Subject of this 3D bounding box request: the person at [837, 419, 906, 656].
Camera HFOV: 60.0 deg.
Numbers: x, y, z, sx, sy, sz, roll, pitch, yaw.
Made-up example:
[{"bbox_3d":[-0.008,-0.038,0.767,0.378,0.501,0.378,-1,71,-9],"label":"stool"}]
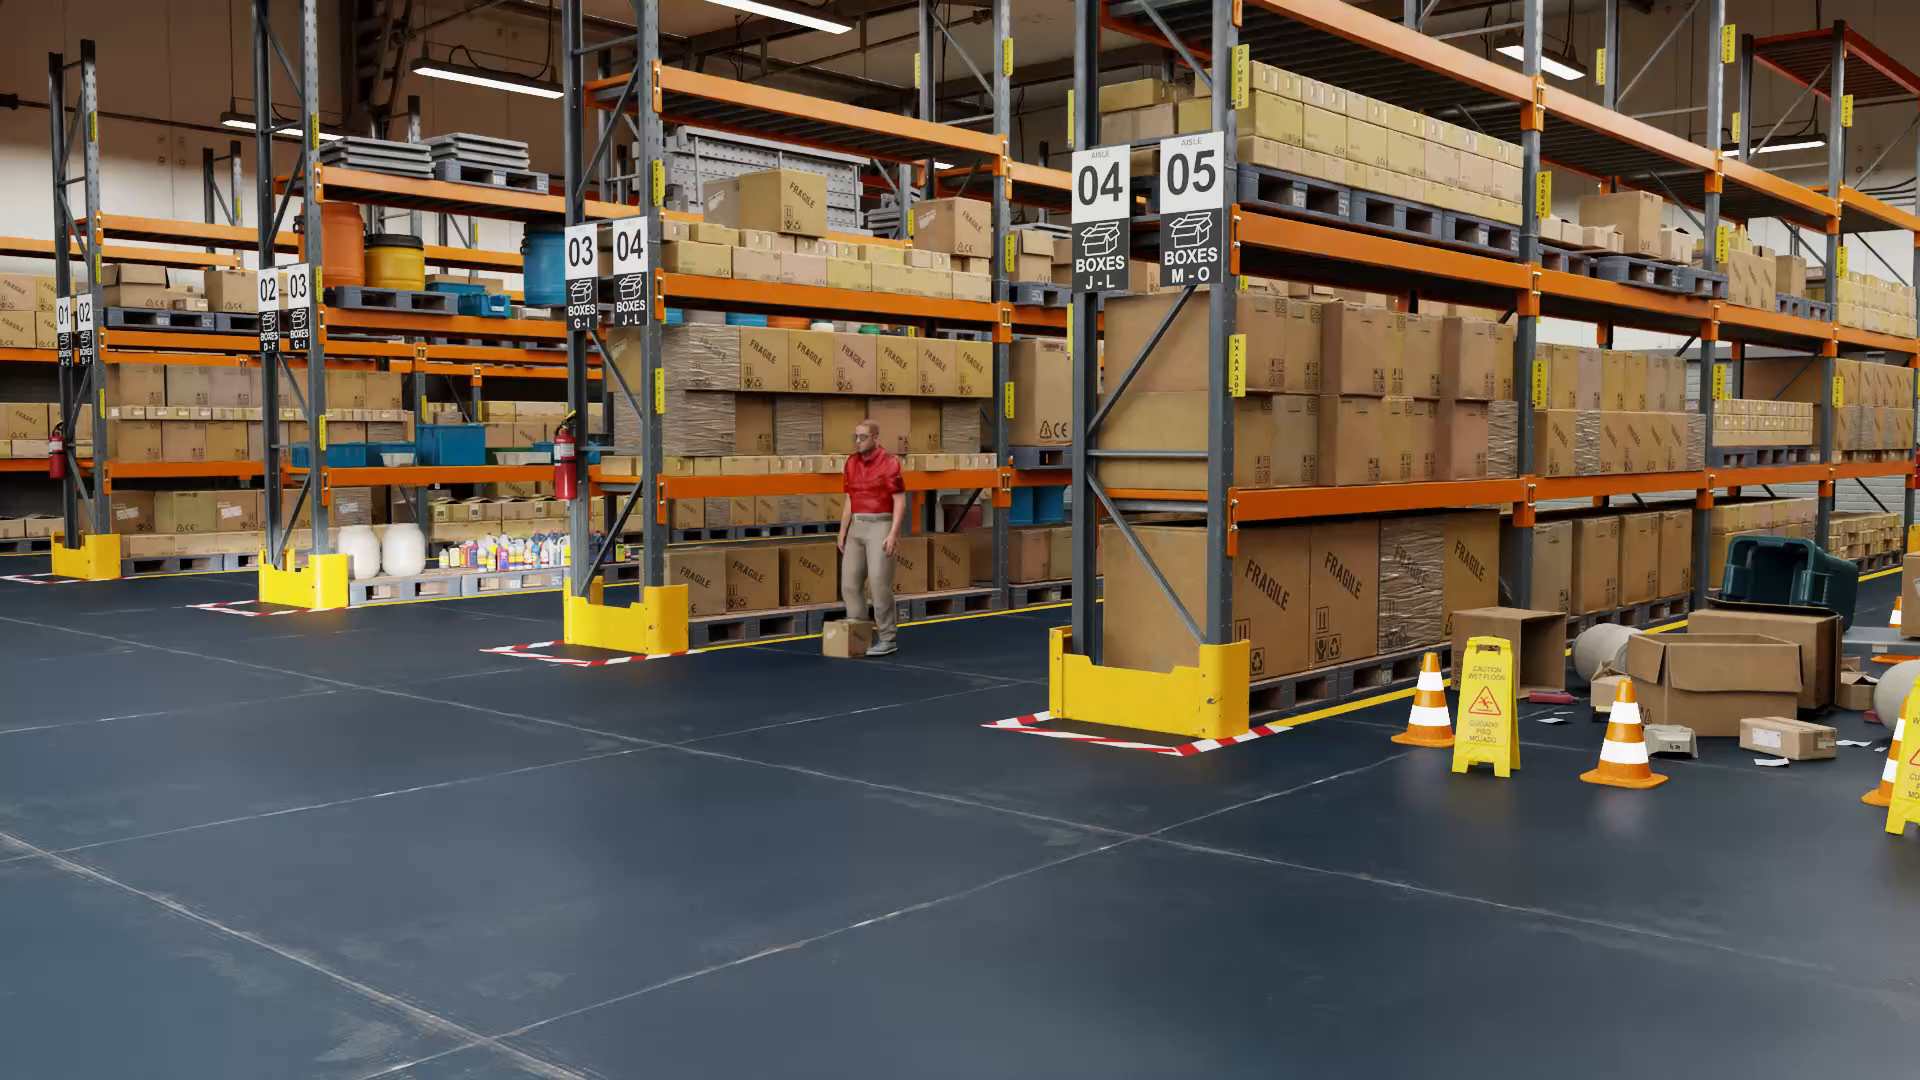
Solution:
[{"bbox_3d":[-0.661,-0.027,12.282,0.578,1.727,0.390,3,5,39],"label":"person"}]
